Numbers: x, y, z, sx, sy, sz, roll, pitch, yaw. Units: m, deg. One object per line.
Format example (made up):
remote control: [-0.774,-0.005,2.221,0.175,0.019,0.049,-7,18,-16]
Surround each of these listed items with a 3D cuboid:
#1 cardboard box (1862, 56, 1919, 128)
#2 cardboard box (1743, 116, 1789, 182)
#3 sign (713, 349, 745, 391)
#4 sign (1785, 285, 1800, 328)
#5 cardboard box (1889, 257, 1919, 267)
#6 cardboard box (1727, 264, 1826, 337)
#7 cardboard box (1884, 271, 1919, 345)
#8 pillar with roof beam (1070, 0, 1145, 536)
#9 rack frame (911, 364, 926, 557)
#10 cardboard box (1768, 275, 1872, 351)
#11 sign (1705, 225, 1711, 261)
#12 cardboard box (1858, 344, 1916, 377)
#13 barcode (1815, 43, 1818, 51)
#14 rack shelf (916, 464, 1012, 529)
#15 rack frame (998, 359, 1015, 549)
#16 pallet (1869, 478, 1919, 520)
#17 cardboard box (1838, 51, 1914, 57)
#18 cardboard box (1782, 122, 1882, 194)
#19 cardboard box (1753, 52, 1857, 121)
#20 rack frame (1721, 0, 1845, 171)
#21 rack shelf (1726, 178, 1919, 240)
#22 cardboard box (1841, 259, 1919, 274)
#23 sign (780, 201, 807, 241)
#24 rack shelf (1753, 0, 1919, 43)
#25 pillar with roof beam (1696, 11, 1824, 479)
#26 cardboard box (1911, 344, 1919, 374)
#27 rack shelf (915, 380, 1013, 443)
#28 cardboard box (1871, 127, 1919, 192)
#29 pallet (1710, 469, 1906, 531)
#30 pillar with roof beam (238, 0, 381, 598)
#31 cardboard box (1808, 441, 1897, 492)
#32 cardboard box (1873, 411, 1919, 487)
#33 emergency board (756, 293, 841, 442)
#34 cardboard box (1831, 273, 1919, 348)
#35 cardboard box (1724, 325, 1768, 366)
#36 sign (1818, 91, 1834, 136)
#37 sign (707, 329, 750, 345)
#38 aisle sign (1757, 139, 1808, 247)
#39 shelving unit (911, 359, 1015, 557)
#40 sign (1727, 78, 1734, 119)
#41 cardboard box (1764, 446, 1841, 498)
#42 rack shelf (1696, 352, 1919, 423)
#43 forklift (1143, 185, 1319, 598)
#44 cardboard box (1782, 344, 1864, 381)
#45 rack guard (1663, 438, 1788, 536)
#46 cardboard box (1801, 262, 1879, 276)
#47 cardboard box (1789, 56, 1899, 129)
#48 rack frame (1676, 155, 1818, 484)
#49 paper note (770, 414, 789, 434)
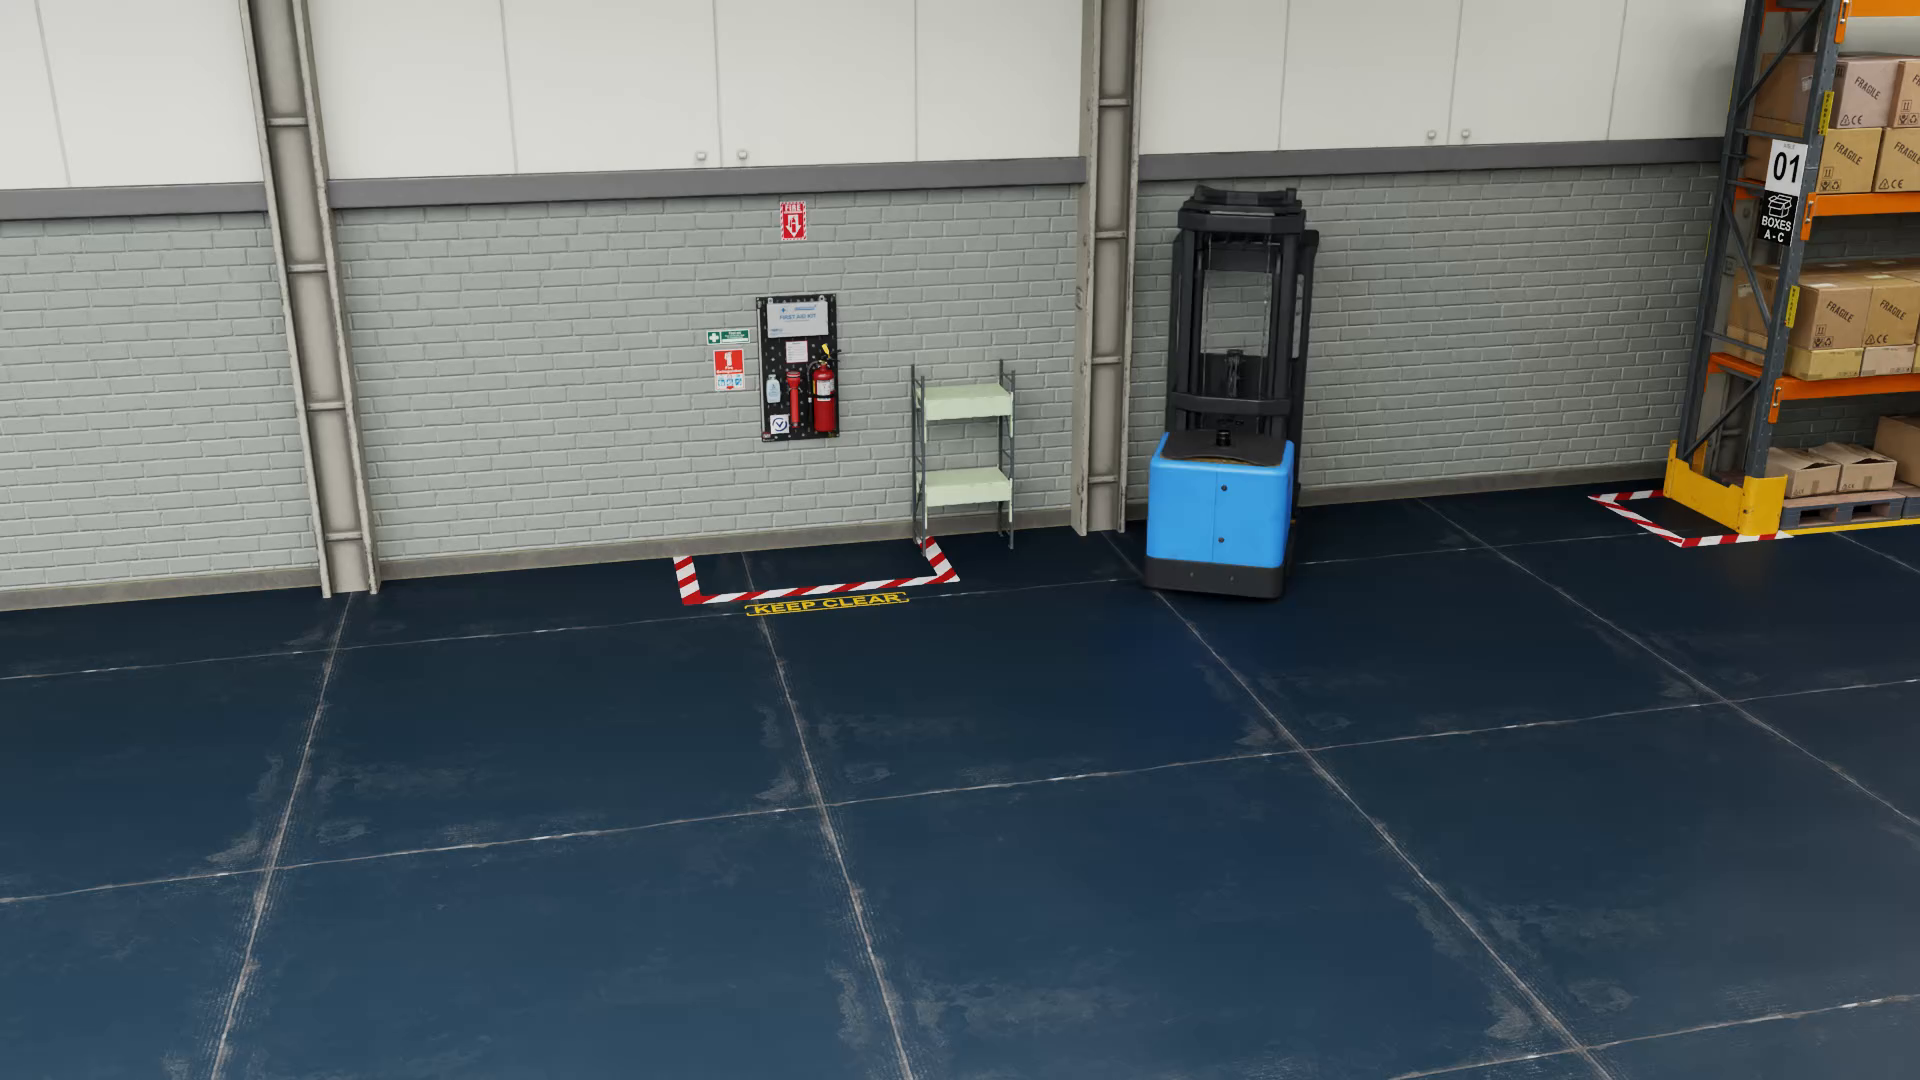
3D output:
cardboard box: [7.452,-3.547,13.147,0.500,0.500,0.500,-5,21,-13]
cardboard box: [6.869,-3.223,13.717,0.500,0.500,0.500,-3,20,-9]
sign: [-1.811,-1.335,13.047,0.234,0.329,0.001,-5,21,-12]
sign: [6.647,-1.865,13.288,0.005,0.325,0.100,-5,21,-12]
cardboard box: [8.416,-2.159,14.446,0.500,0.500,0.500,-4,21,-12]
cardboard box: [6.931,-2.040,14.122,0.500,0.500,0.500,-5,21,-13]
cardboard box: [8.043,-1.943,13.858,0.500,0.500,0.500,-5,21,-14]
pillar with roof beam: [2.155,-2.887,8.612,0.400,9.000,9.100,-5,21,-12]
rack frame: [-0.333,-0.637,13.372,0.023,1.500,0.400,-5,21,-13]
cardboard box: [7.055,-1.869,13.654,0.500,0.500,0.500,-5,21,-12]
sign: [6.413,-2.520,14.190,0.005,0.325,0.100,-5,21,-12]
cardboard box: [7.572,-1.558,13.895,0.500,0.250,0.500,-5,21,-14]
barcode: [7.098,-4.071,13.734,0.075,0.075,0.001,-5,21,-12]
rack shelf: [0.022,-0.361,13.566,0.720,0.370,0.431,-5,21,-13]
rack frame: [0.378,-0.697,13.536,0.023,1.500,0.400,-5,21,-13]
pallet: [8.579,-0.485,14.832,1.213,0.211,1.003,-5,21,-12]
cardboard box: [7.409,-3.743,13.684,0.500,0.500,0.500,-3,20,-9]
cardboard box: [6.905,-3.048,13.239,0.500,0.500,0.500,-4,21,-11]
cardboard box: [6.881,-3.697,13.556,0.500,0.500,0.500,-4,20,-10]
rack frame: [6.522,-4.458,12.900,0.127,3.000,1.000,-5,21,-12]
rack shelf: [8.468,-2.870,13.972,4.000,0.370,1.077,-5,21,-12]
cardboard box: [7.926,-2.119,14.337,0.500,0.500,0.500,-5,21,-14]
sign: [-1.280,-2.449,12.769,0.199,0.298,0.001,-5,21,-12]
rack shelf: [8.468,-4.276,13.457,4.000,0.370,1.077,-5,21,-12]
pillar with roof beam: [7.994,-3.361,9.908,0.400,9.000,9.100,-5,21,-12]
cardboard box: [8.069,-1.596,14.000,0.500,0.250,0.500,-5,21,-13]
rack shelf: [0.022,-1.033,13.320,0.720,0.370,0.431,-5,21,-13]
cardboard box: [7.435,-3.079,13.323,0.500,0.500,0.500,-3,20,-9]
pallet: [7.394,-0.390,14.572,1.213,0.211,1.003,-5,21,-12]
pillar with roof beam: [-3.684,-2.412,7.315,0.400,9.000,9.100,-5,21,-12]
cardboard box: [7.770,-0.654,14.510,0.500,0.311,0.500,-3,20,-8]
cardboard box: [8.496,-0.785,14.590,0.500,0.500,0.700,-6,21,-16]
emergency board: [-1.249,-1.328,13.078,0.643,1.169,0.194,-5,21,-12]
cardboard box: [7.539,-1.905,13.752,0.500,0.500,0.500,-5,21,-12]
cardboard box: [6.932,-1.681,14.233,0.500,0.250,0.500,-4,21,-12]
sign: [6.647,-3.278,12.770,0.005,0.325,0.100,-5,21,-12]
sign: [-1.804,-1.582,12.949,0.331,0.109,0.001,-5,21,-12]
aisle sign: [6.521,-2.755,13.195,0.004,0.787,0.394,-5,21,-12]
shelving unit: [0.022,-0.667,13.454,0.755,1.500,0.431,-5,21,-13]
sign: [6.413,-3.652,13.776,0.005,0.325,0.100,-5,21,-12]
cardboard box: [7.216,-0.609,14.386,0.500,0.311,0.500,-7,21,-19]
rack shelf: [8.468,-1.461,14.488,4.000,0.370,1.077,-5,21,-12]
forklift: [2.250,-1.414,13.413,1.130,2.935,3.031,5,21,13]
cardboard box: [7.070,-1.512,13.770,0.500,0.250,0.500,-5,21,-14]
rack guard: [6.596,-0.473,14.379,0.348,0.500,1.175,-5,21,-12]
cardboard box: [7.424,-2.077,14.222,0.500,0.500,0.500,-4,21,-12]
cardboard box: [6.952,-3.524,13.085,0.500,0.500,0.500,-6,21,-16]
rack frame: [6.522,-1.641,13.932,0.127,3.000,1.000,-5,21,-12]
paper note: [-1.437,-0.923,13.255,0.142,0.148,0.016,-5,21,-12]
